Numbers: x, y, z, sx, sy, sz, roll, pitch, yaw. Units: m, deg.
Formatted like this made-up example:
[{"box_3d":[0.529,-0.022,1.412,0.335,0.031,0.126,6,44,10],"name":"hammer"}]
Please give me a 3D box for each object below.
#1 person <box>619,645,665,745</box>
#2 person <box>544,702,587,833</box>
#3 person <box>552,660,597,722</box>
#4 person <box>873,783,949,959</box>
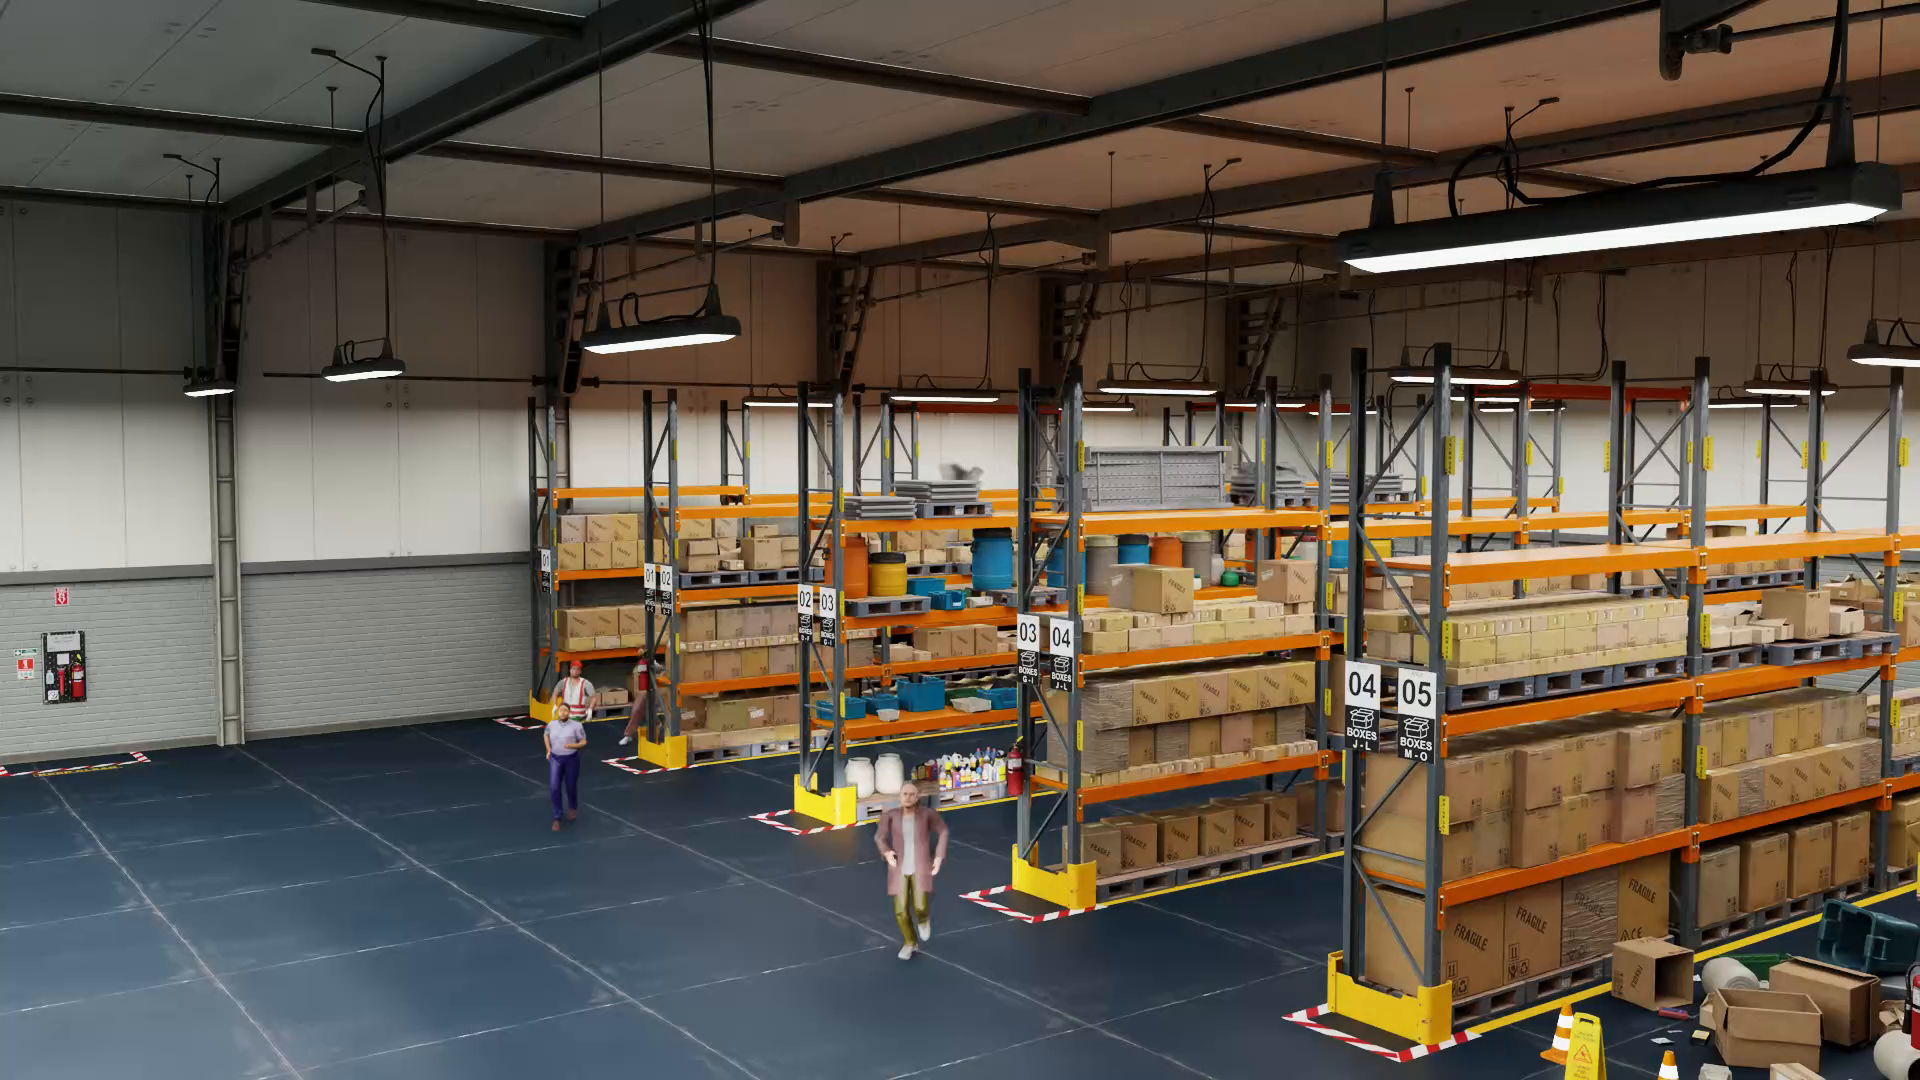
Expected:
[{"box_3d":[-5.489,2.634,28.588,0.581,1.636,1.028,3,5,44],"name":"person"},{"box_3d":[-5.305,3.020,22.334,0.593,1.693,0.766,0,3,-7],"name":"person"},{"box_3d":[-6.088,2.767,26.035,0.691,1.729,0.520,0,3,6],"name":"person"},{"box_3d":[-0.500,3.312,16.684,0.755,1.743,0.648,0,3,5],"name":"person"}]
